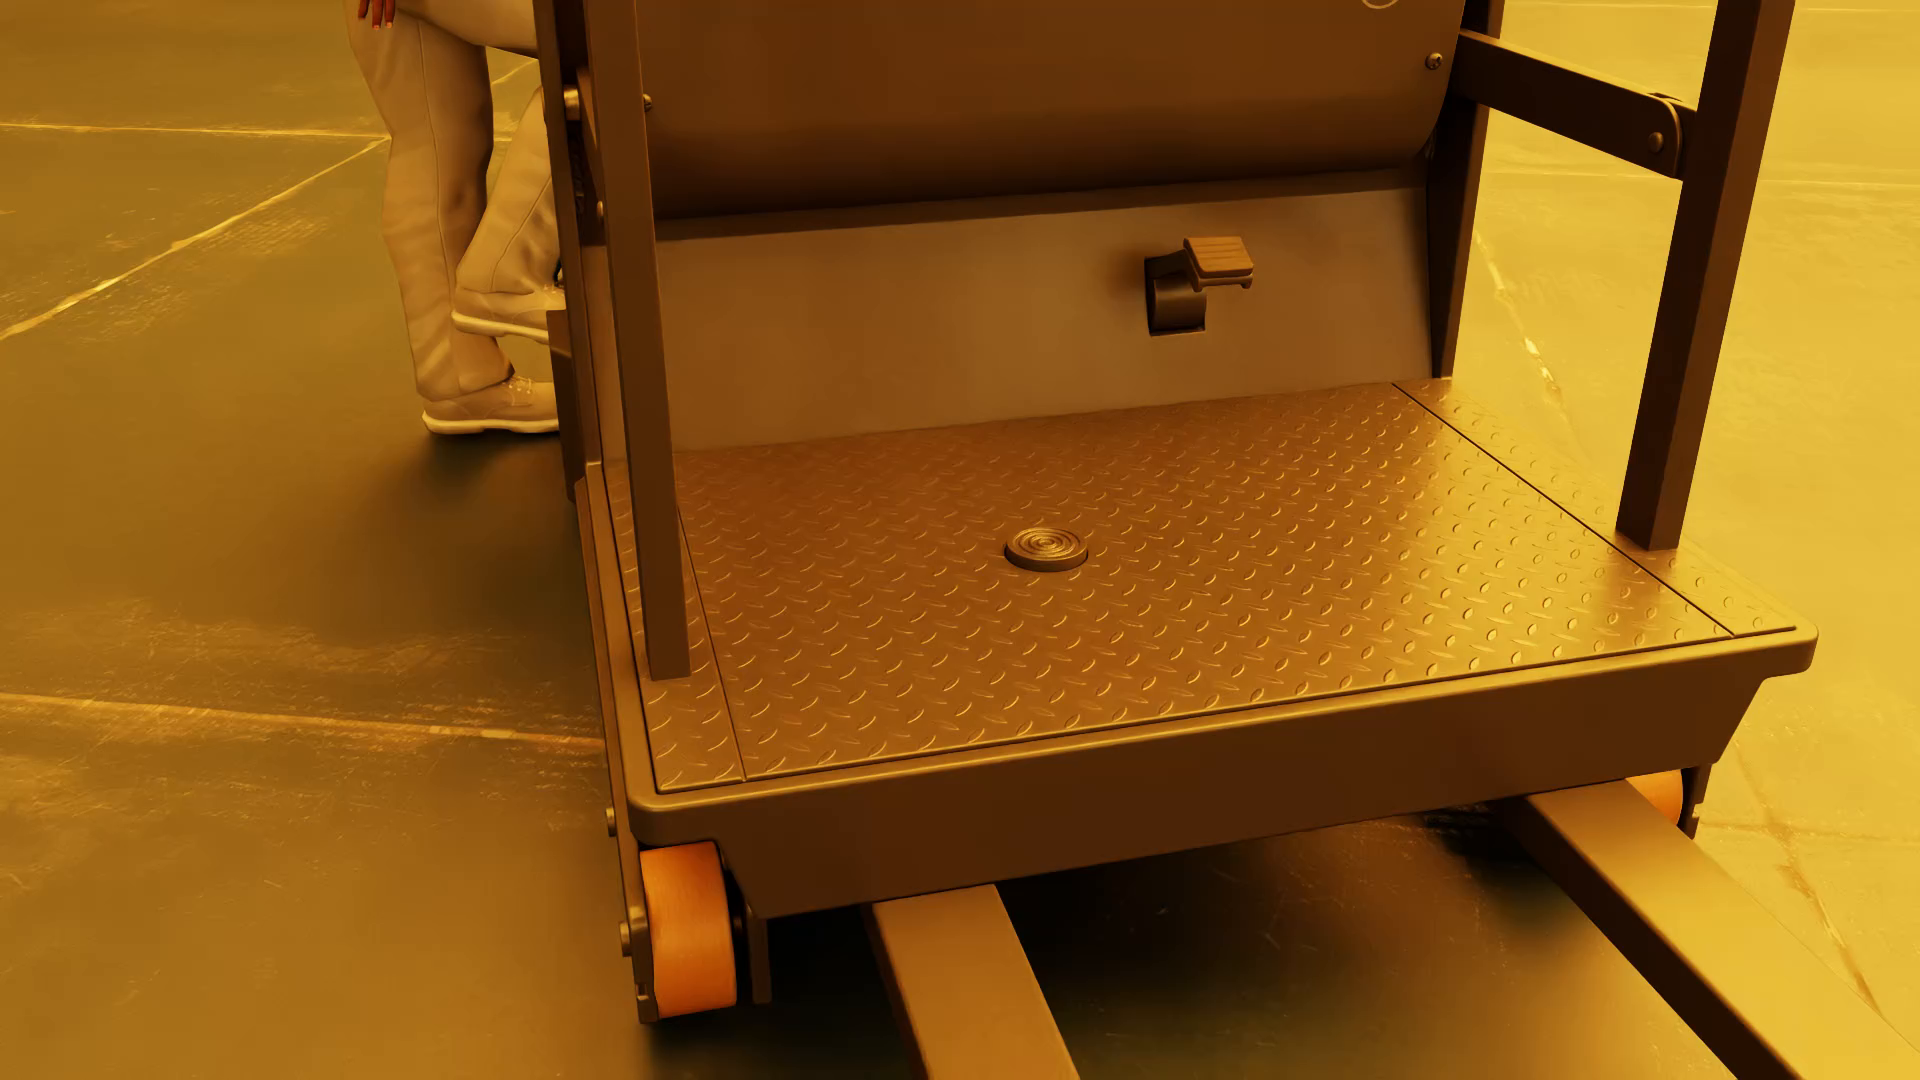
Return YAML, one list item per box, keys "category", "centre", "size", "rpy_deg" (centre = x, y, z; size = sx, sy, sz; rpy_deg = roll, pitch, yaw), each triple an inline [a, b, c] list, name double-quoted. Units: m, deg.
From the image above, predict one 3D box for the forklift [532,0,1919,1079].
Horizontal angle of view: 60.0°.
- category: "forklift"
  centre: [0.153, -1.049, 1.319]
  size: [1.130, 2.935, 3.031]
  rpy_deg: [-7, 27, -13]

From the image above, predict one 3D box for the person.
- category: "person"
  centre: [-0.729, -0.934, 2.476]
  size: [0.567, 1.677, 0.571]
  rpy_deg: [-3, 27, -6]
